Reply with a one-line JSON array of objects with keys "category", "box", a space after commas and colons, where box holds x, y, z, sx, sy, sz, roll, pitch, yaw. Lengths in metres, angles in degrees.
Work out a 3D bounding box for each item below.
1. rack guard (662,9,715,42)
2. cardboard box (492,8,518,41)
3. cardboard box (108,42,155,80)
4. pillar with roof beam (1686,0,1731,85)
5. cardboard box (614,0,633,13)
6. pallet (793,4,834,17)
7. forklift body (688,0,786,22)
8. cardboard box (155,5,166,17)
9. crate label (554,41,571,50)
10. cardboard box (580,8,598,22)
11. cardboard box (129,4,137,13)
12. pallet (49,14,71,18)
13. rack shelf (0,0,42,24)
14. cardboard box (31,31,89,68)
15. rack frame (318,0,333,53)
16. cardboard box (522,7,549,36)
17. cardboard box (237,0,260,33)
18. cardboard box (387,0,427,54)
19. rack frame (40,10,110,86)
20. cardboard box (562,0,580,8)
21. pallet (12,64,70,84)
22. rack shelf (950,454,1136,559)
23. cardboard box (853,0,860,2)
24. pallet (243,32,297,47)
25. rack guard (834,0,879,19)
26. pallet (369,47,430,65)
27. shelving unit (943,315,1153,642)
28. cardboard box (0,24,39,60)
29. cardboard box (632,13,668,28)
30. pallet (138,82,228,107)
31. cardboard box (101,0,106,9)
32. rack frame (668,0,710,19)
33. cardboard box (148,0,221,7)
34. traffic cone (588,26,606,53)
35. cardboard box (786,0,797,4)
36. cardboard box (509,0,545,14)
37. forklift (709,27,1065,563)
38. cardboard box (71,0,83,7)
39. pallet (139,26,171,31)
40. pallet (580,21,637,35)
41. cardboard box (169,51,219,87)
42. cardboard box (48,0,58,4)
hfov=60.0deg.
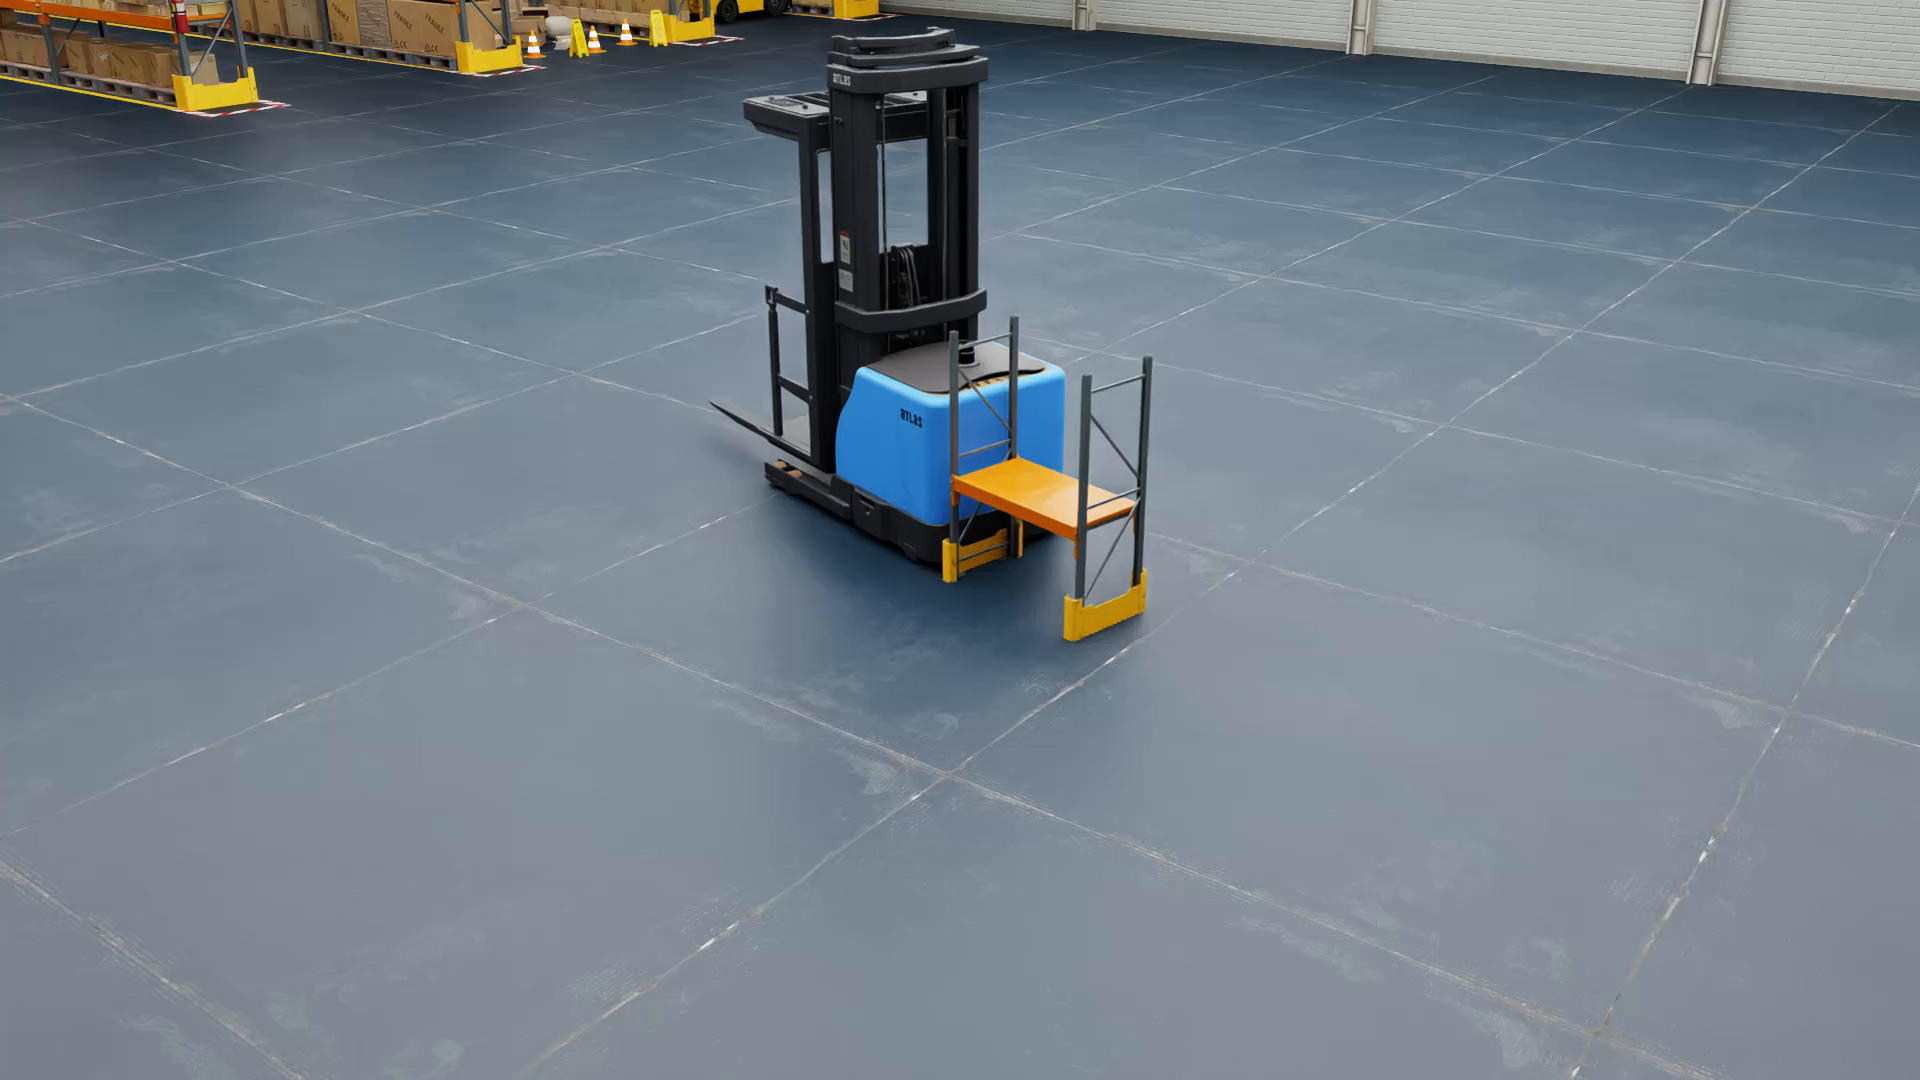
[{"category": "rack guard", "box": [-5.292, -10.016, 32.363, 0.348, 0.500, 1.175, 17, 29, 33]}, {"category": "cardboard box", "box": [-8.908, -9.893, 31.910, 0.503, 0.637, 0.797, 17, 29, 33]}, {"category": "cardboard box", "box": [-13.073, -7.589, 26.334, 0.500, 0.500, 0.500, 14, 27, 29]}, {"category": "pillar with roof beam", "box": [9.548, -10.207, 22.255, 0.400, 9.000, 9.100, 17, 29, 33]}, {"category": "cardboard box", "box": [-6.448, -10.653, 32.668, 0.500, 0.500, 0.500, 18, 30, 35]}, {"category": "pallet", "box": [-2.894, -11.639, 36.405, 1.213, 0.211, 1.003, 17, 29, 33]}, {"category": "forklift body", "box": [-4.869, -12.226, 35.330, 1.214, 2.155, 2.313, 17, 29, 33]}, {"category": "cardboard box", "box": [-11.726, -7.892, 24.754, 0.250, 0.149, 0.380, 17, 29, 33]}, {"category": "crate label", "box": [-7.409, -9.249, 31.072, 0.298, 0.136, 0.250, 3, 24, 6]}, {"category": "cardboard box", "box": [-7.262, -10.560, 33.387, 0.500, 0.250, 0.500, 16, 29, 33]}, {"category": "cardboard box", "box": [-12.323, -8.075, 25.169, 0.250, 0.149, 0.380, 17, 29, 33]}, {"category": "pallet", "box": [-19.260, -11.592, 36.297, 1.213, 0.211, 1.003, 17, 29, 33]}, {"category": "rack shelf", "box": [-15.976, -9.066, 27.998, 4.000, 0.370, 1.077, 17, 29, 33]}, {"category": "cardboard box", "box": [-14.854, -8.124, 27.524, 0.500, 0.500, 0.700, 14, 28, 29]}, {"category": "rack frame", "box": [-11.320, -10.487, 30.332, 0.127, 3.000, 1.000, 17, 29, 33]}, {"category": "cardboard box", "box": [-8.391, -10.268, 32.931, 0.500, 0.500, 0.500, -5, 24, -12]}, {"category": "cardboard box", "box": [-13.386, -10.231, 32.019, 0.750, 0.750, 1.050, 17, 29, 34]}, {"category": "cardboard box", "box": [-9.407, -9.095, 29.286, 0.875, 0.875, 0.875, 16, 29, 32]}, {"category": "rack frame", "box": [-14.375, -8.912, 26.756, 0.127, 3.000, 1.000, 17, 29, 33]}, {"category": "cardboard box", "box": [-7.686, -11.031, 33.524, 0.500, 0.500, 0.500, 18, 30, 35]}, {"category": "pallet", "box": [-14.999, -7.823, 27.744, 1.213, 0.211, 1.003, 17, 29, 33]}, {"category": "rack shelf", "box": [0.475, -0.203, 9.297, 0.538, 0.185, 1.000, -20, 31, -38]}, {"category": "cardboard box", "box": [-2.533, -11.860, 36.336, 0.500, 0.250, 0.500, 17, 29, 34]}, {"category": "pallet", "box": [-12.963, -9.668, 31.932, 1.213, 0.211, 1.003, 17, 29, 33]}, {"category": "rack guard", "box": [-2.238, -11.594, 35.945, 0.348, 0.500, 1.175, 17, 29, 33]}, {"category": "pallet", "box": [-9.778, -8.707, 29.751, 1.213, 0.211, 1.003, 17, 29, 33]}, {"category": "shelving unit", "box": [0.469, -0.370, 9.230, 0.587, 1.500, 1.083, -20, 31, -38]}, {"category": "cardboard box", "box": [-16.119, -8.516, 28.412, 0.500, 0.500, 0.700, 20, 31, 38]}, {"category": "cardboard box", "box": [-6.059, -10.190, 32.547, 0.500, 0.250, 0.500, 17, 29, 33]}, {"category": "pallet", "box": [-11.864, -6.894, 25.636, 1.213, 0.211, 1.003, 17, 29, 33]}, {"category": "cardboard box", "box": [-12.948, -8.243, 25.551, 0.250, 0.149, 0.380, 17, 29, 33]}, {"category": "rack frame", "box": [-5.231, -11.142, 31.817, 0.127, 3.000, 1.000, 17, 29, 33]}, {"category": "cardboard box", "box": [-11.598, -8.268, 24.802, 0.500, 0.500, 0.875, 17, 29, 33]}, {"category": "traffic cone", "box": [-6.743, -9.228, 30.620, 0.334, 0.463, 0.336, 17, 29, 33]}, {"category": "cardboard box", "box": [-3.610, -11.937, 36.511, 0.500, 0.250, 0.500, 17, 29, 34]}, {"category": "cardboard box", "box": [-8.853, -11.225, 34.743, 0.625, 0.372, 0.950, 17, 29, 34]}, {"category": "forklift", "box": [-0.638, -1.739, 10.561, 1.130, 2.935, 3.031, -17, 29, -33]}, {"category": "cardboard box", "box": [-13.594, -8.400, 25.907, 0.250, 0.149, 0.380, 17, 29, 33]}, {"category": "pallet", "box": [-16.117, -10.663, 34.190, 1.213, 0.211, 1.003, 17, 29, 33]}, {"category": "pallet", "box": [-6.893, -10.387, 33.563, 1.213, 0.211, 1.003, 17, 29, 33]}, {"category": "cardboard box", "box": [-11.664, -7.149, 25.335, 0.500, 0.500, 0.500, -20, 31, -38]}, {"category": "cardboard box", "box": [-14.192, -8.583, 26.321, 0.250, 0.149, 0.380, 17, 29, 33]}]
